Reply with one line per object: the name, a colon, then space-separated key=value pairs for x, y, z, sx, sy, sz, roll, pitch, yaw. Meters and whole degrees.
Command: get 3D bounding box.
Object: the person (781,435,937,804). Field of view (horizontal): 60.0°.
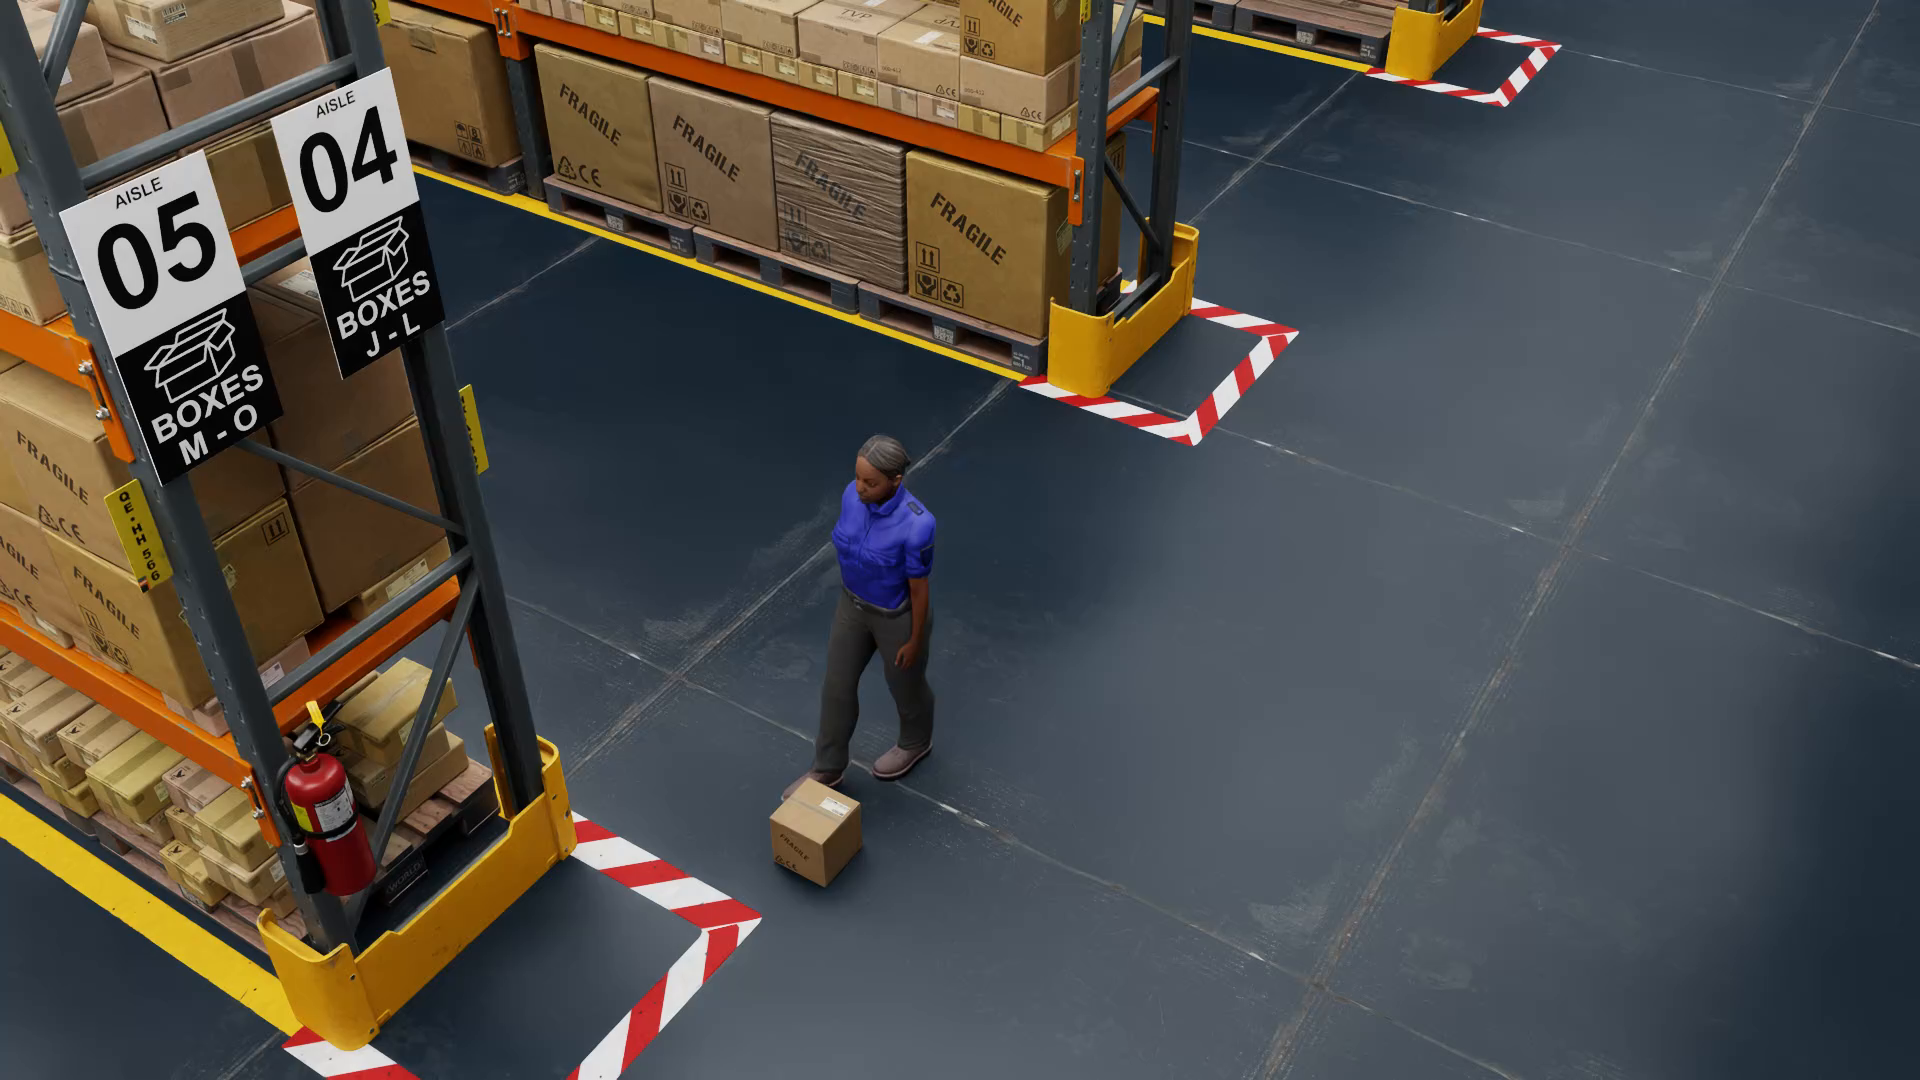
person: x=-0.375 y=0.347 z=6.238 sx=0.450 sy=1.647 sz=0.666 roll=25 pitch=45 yaw=28
